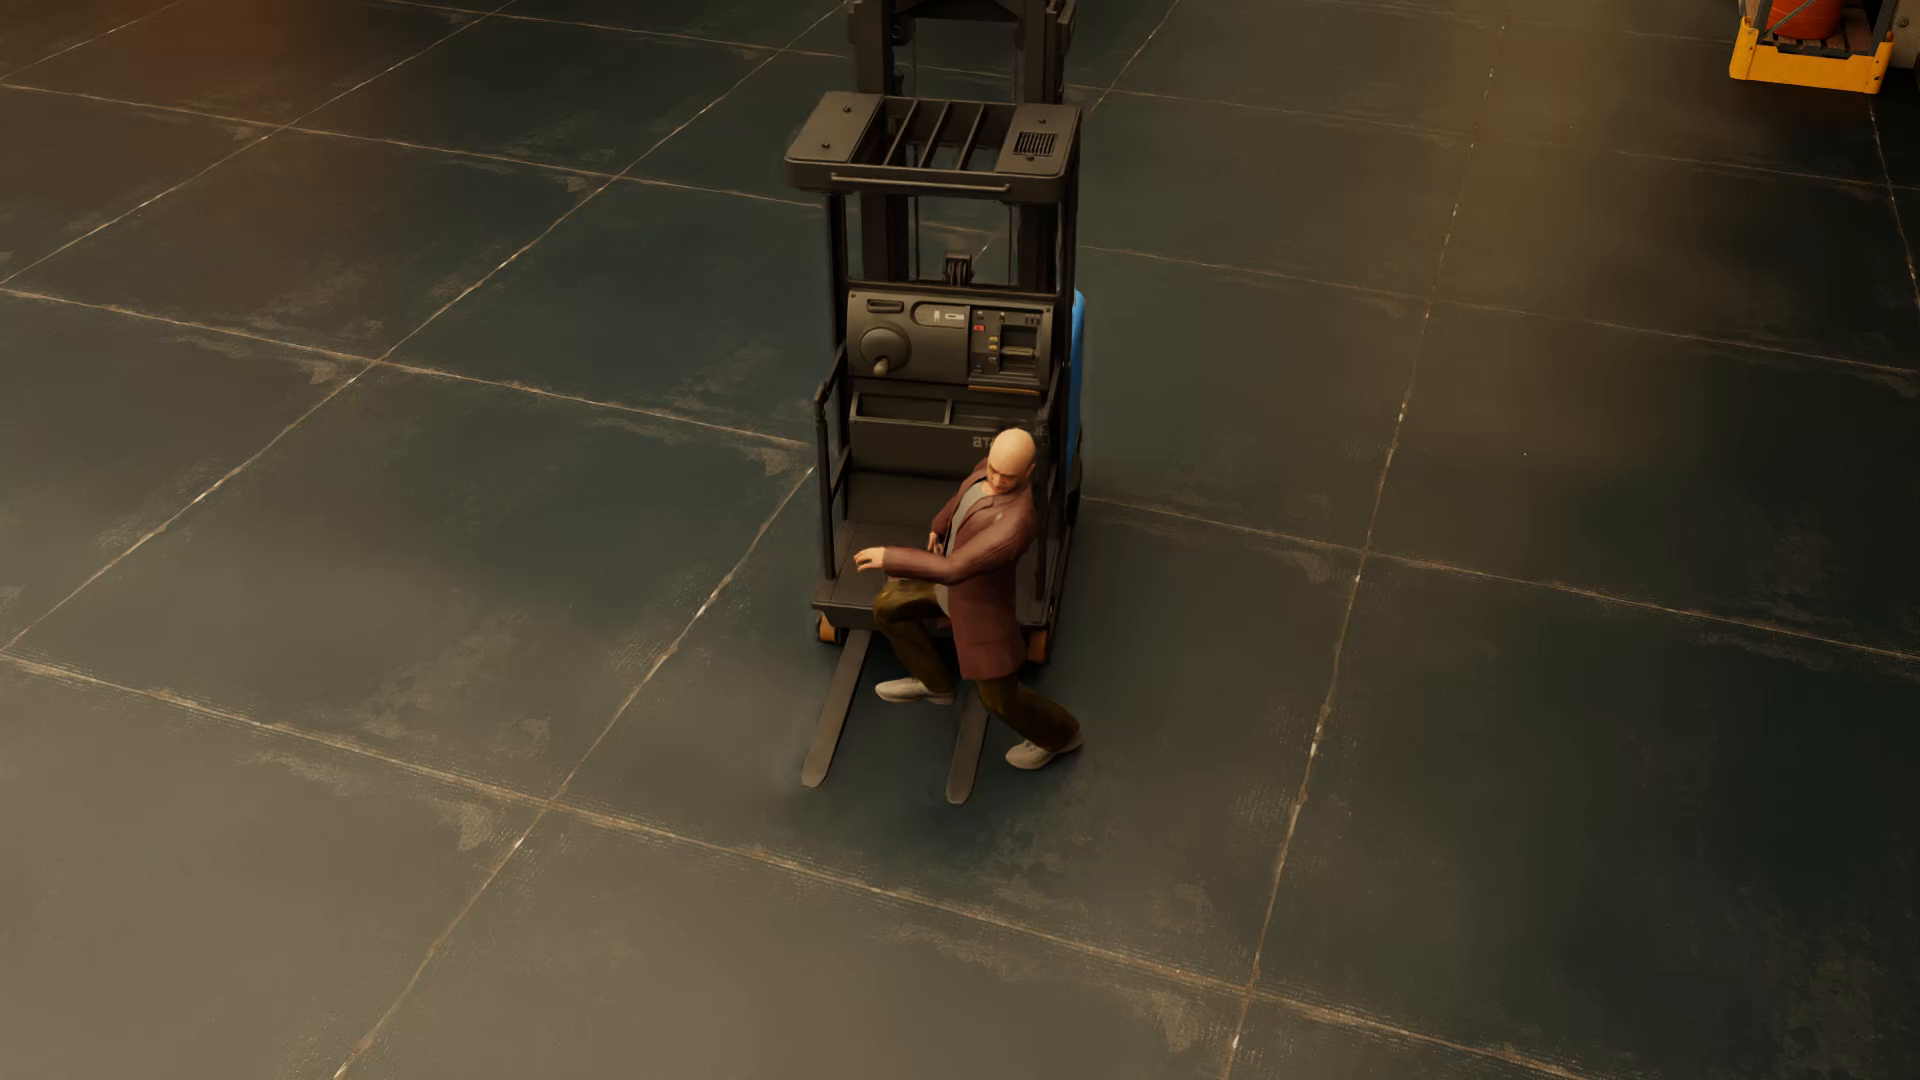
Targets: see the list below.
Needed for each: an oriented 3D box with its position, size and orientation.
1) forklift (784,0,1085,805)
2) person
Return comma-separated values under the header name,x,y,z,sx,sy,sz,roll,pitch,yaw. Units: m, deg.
name,x,y,z,sx,sy,sz,roll,pitch,yaw
forklift,-0.079,-0.837,7.292,1.130,2.935,3.031,5,36,7
person,0.008,0.188,6.941,0.927,1.650,0.798,-13,38,-18
